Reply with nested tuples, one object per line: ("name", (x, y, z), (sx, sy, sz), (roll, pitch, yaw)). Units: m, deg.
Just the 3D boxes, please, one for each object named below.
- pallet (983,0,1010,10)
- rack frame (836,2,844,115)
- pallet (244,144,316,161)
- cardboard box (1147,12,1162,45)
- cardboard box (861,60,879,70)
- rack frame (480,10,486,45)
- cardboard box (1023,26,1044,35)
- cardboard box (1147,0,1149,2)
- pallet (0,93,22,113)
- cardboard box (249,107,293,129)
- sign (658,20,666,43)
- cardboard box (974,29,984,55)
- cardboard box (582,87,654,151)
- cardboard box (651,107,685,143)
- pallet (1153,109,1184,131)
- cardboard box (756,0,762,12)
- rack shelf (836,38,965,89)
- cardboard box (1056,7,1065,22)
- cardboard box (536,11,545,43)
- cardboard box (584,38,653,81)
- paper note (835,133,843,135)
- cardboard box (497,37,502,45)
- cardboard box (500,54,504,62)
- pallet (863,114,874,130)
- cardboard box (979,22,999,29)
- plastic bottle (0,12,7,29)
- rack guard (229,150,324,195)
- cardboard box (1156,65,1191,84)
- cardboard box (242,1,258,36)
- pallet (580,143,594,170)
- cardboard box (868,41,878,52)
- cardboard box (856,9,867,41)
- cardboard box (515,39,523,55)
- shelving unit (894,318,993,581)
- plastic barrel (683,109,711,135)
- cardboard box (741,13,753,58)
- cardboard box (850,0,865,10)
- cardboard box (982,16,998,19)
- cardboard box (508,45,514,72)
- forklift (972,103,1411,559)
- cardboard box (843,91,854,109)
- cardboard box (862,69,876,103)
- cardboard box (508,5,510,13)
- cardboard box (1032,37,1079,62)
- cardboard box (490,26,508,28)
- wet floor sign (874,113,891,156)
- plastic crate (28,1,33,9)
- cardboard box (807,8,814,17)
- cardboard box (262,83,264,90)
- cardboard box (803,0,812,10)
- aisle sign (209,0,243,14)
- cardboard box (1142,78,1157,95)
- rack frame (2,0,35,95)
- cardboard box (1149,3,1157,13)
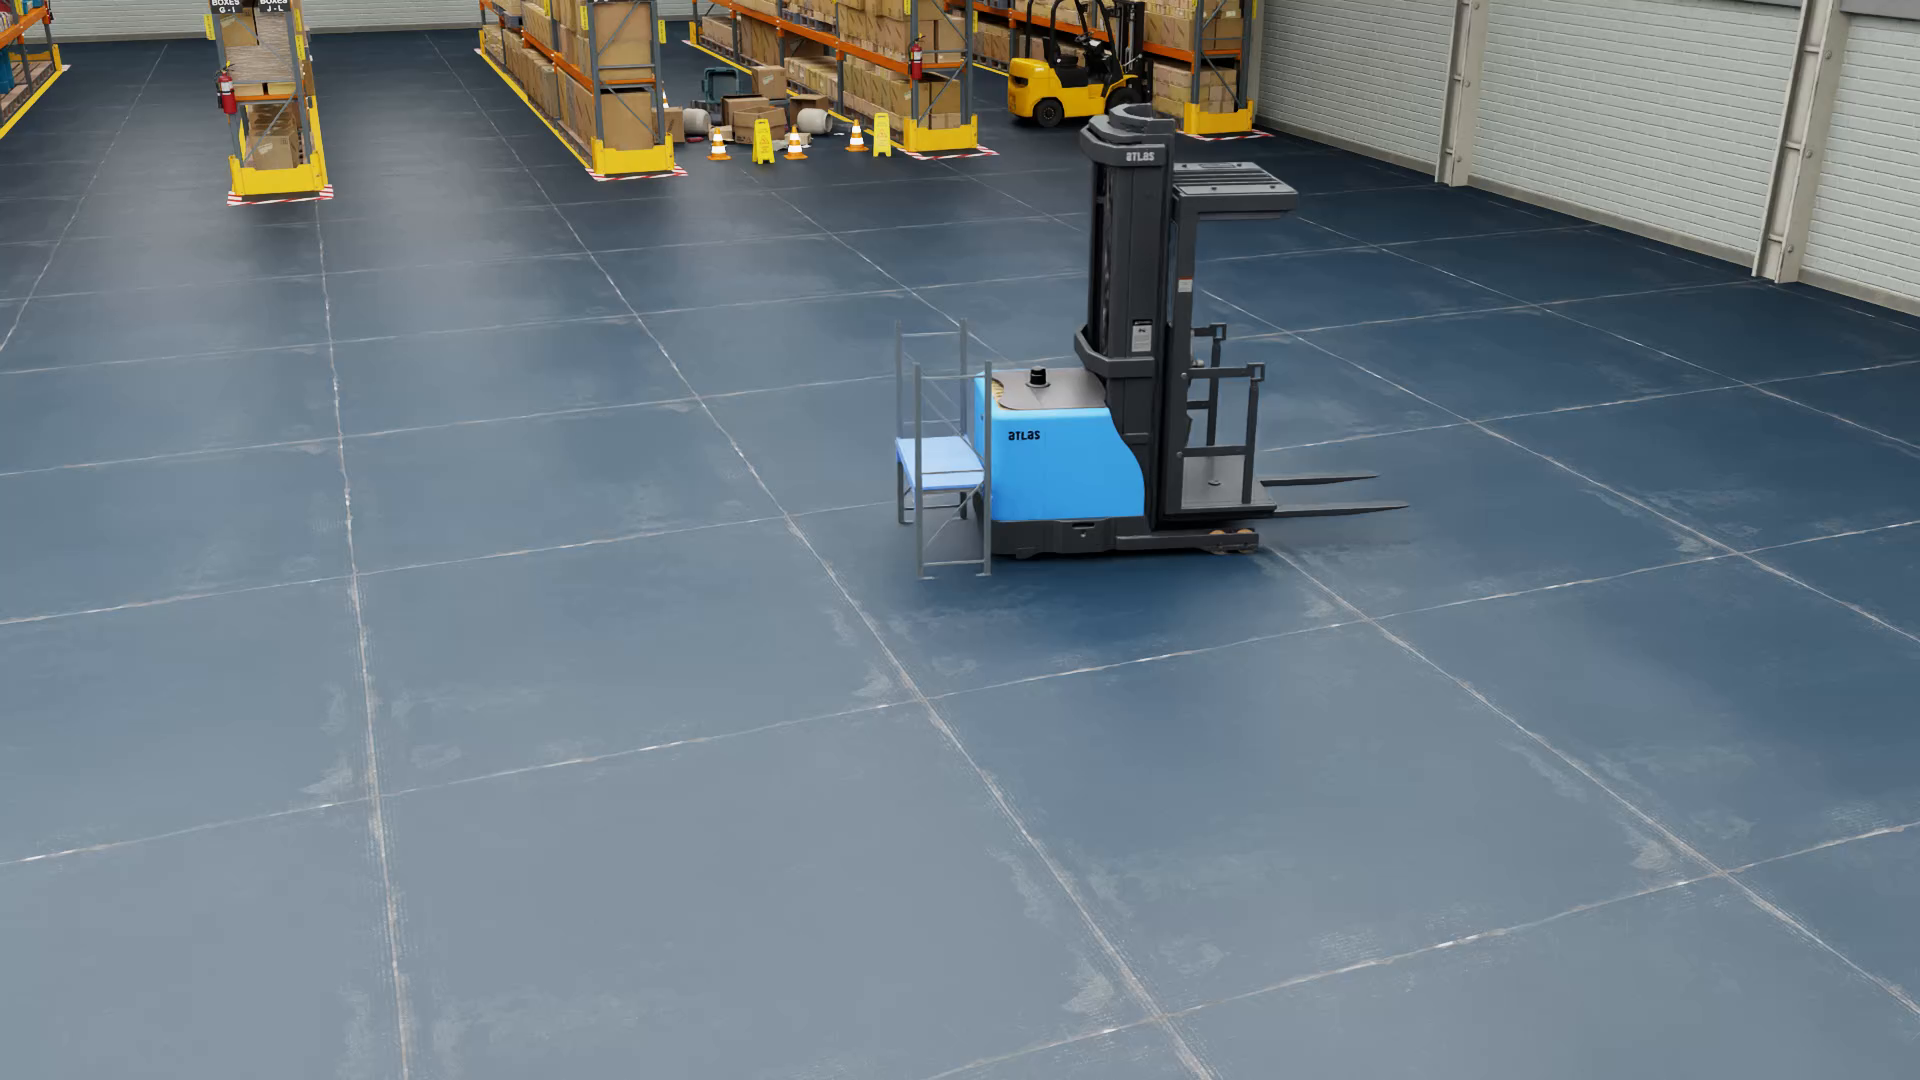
("pallet", (1.227, -11.376, 35.124), (1.213, 0.211, 1.003), (-8, 24, -19))
("rack frame", (-1.697, -9.092, 29.458), (1.000, 3.000, 0.127), (-8, 24, -19))
("pallet", (-10.263, -5.764, 25.153), (1.003, 0.211, 1.213), (-8, 24, -19))
("cardboard box", (3.583, -8.885, 28.840), (0.500, 0.500, 0.500), (-9, 24, -20))
("cardboard box", (-1.472, -8.073, 28.242), (0.380, 0.149, 0.250), (-7, 24, -16))
("rack frame", (-10.531, -12.736, 38.105), (1.000, 3.000, 0.127), (-8, 24, -19))
("cardboard box", (1.571, -10.900, 35.592), (0.380, 0.149, 0.250), (-8, 24, -17))
("cardboard box", (3.487, -9.460, 28.987), (0.380, 0.149, 0.250), (-8, 24, -18))
("pallet", (-17.759, -7.944, 30.326), (1.003, 0.211, 1.213), (-8, 24, -19))
("cardboard box", (-10.655, -6.416, 25.787), (0.500, 0.500, 0.500), (-1, 23, -2))
("sign", (-4.358, -7.432, 24.303), (0.100, 0.325, 0.005), (-8, 24, -19))
("cardboard box", (0.627, -10.952, 36.551), (0.500, 0.500, 0.500), (-9, 25, -21))
("cardboard box", (-5.180, -6.374, 25.206), (0.875, 0.875, 0.875), (-8, 24, -19))
("cardboard box", (-4.784, -6.802, 27.241), (0.500, 0.500, 0.500), (-4, 23, -10))
("pallet", (4.049, -7.308, 28.816), (1.003, 0.211, 1.213), (-8, 24, -19))
("cardboard box", (-3.890, -10.993, 34.162), (0.500, 0.250, 0.500), (-9, 24, -20))
("rack shelf", (-0.990, -8.033, 27.874), (1.077, 0.370, 4.000), (-8, 24, -19))
("cardboard box", (2.193, -10.219, 32.325), (0.500, 0.250, 0.500), (-8, 24, -19))
("cardboard box", (-7.084, -8.942, 28.974), (0.500, 0.500, 0.500), (-8, 24, -18))
("cardboard box", (-5.053, -7.120, 24.588), (0.875, 0.550, 0.550), (-8, 24, -19))
("paper note", (-2.020, -6.808, 27.864), (0.142, 0.019, 0.148), (-18, 29, -37))
("cardboard box", (-9.709, -10.707, 35.655), (0.380, 0.149, 0.250), (-9, 24, -19))
("cardboard box", (-9.576, -10.258, 35.356), (0.380, 0.149, 0.250), (-8, 24, -18))
("pallet", (-0.992, -7.123, 28.379), (1.003, 0.211, 1.213), (-8, 24, -19))
("cardboard box", (0.640, -11.294, 36.528), (0.380, 0.149, 0.250), (-8, 24, -19))
("plastic bottle", (-17.797, -9.647, 30.840), (0.144, 0.351, 0.185), (-8, 24, -19))
("rack guard", (-9.582, -5.154, 23.335), (1.175, 0.500, 0.348), (-8, 24, -19))
("cardboard box", (3.718, -8.017, 28.621), (0.500, 0.250, 0.500), (-8, 24, -18))
("cardboard box", (-10.162, -7.269, 23.335), (0.500, 0.500, 0.500), (-8, 24, -19))
("pallet", (-5.235, -5.917, 25.517), (1.003, 0.211, 1.213), (-8, 24, -19))
("cardboard box", (-1.327, -8.263, 27.817), (0.380, 0.149, 0.250), (-8, 24, -19))
("cardboard box", (-1.438, -8.713, 28.049), (0.500, 0.500, 0.500), (-9, 24, -19))
("cardboard box", (-8.381, -9.611, 32.402), (0.500, 0.250, 0.500), (-8, 24, -18))
("shelving unit", (-0.124, -0.636, 11.328), (0.538, 1.500, 1.048), (-4, 23, -8))
("plastic barrel", (-4.456, -6.987, 27.782), (0.512, 0.421, 0.421), (8, 24, 18))
("cardboard box", (-4.229, -10.998, 36.178), (0.875, 0.875, 0.875), (-8, 24, -17))
("cardboard box", (-1.432, -9.171, 27.848), (0.700, 0.500, 0.500), (-9, 24, -20))
("cardboard box", (0.711, -11.745, 37.597), (0.380, 0.149, 0.250), (-8, 24, -18))
("cardboard box", (-8.917, -9.827, 33.882), (0.500, 0.500, 0.500), (-7, 24, -17))
("forklift", (1.645, -1.450, 11.417), (3.031, 2.935, 1.130), (-3, 23, -6))
("cardboard box", (-1.741, -7.767, 29.314), (0.500, 0.250, 0.500), (-10, 25, -21))
("cardboard box", (-1.359, -7.731, 28.263), (0.500, 0.500, 0.500), (-7, 24, -16))
("cardboard box", (-8.395, -10.113, 31.666), (0.380, 0.149, 0.250), (-8, 24, -19))
("cardboard box", (1.978, -9.862, 33.802), (0.875, 0.625, 0.625), (-8, 24, -17))
("cardboard box", (-10.454, -11.569, 37.701), (0.380, 0.149, 0.250), (-8, 24, -18))
("wet floor sign", (-1.218, -6.337, 25.955), (0.267, 0.644, 0.232), (0, 23, -1))
("plastic crate", (-19.383, -11.047, 34.360), (0.396, 0.136, 0.243), (-8, 24, -19))
("cardboard box", (-2.644, -9.885, 31.124), (0.380, 0.149, 0.250), (-8, 24, -17))
("cardboard box", (-9.936, -6.329, 23.227), (0.380, 0.149, 0.250), (-8, 24, -19))
("cardboard box", (-2.614, -10.163, 30.948), (0.500, 0.500, 0.500), (-9, 25, -21))
("aisle sign", (-9.814, -7.413, 22.128), (0.394, 0.787, 0.004), (-8, 24, -19))
("cardboard box", (3.525, -7.980, 29.176), (0.500, 0.250, 0.500), (-9, 24, -20))
("rack frame", (-18.428, -9.959, 31.517), (1.000, 3.000, 0.127), (-8, 24, -19))
("cardboard box", (3.498, -9.216, 28.789), (0.380, 0.149, 0.250), (-8, 24, -19))
